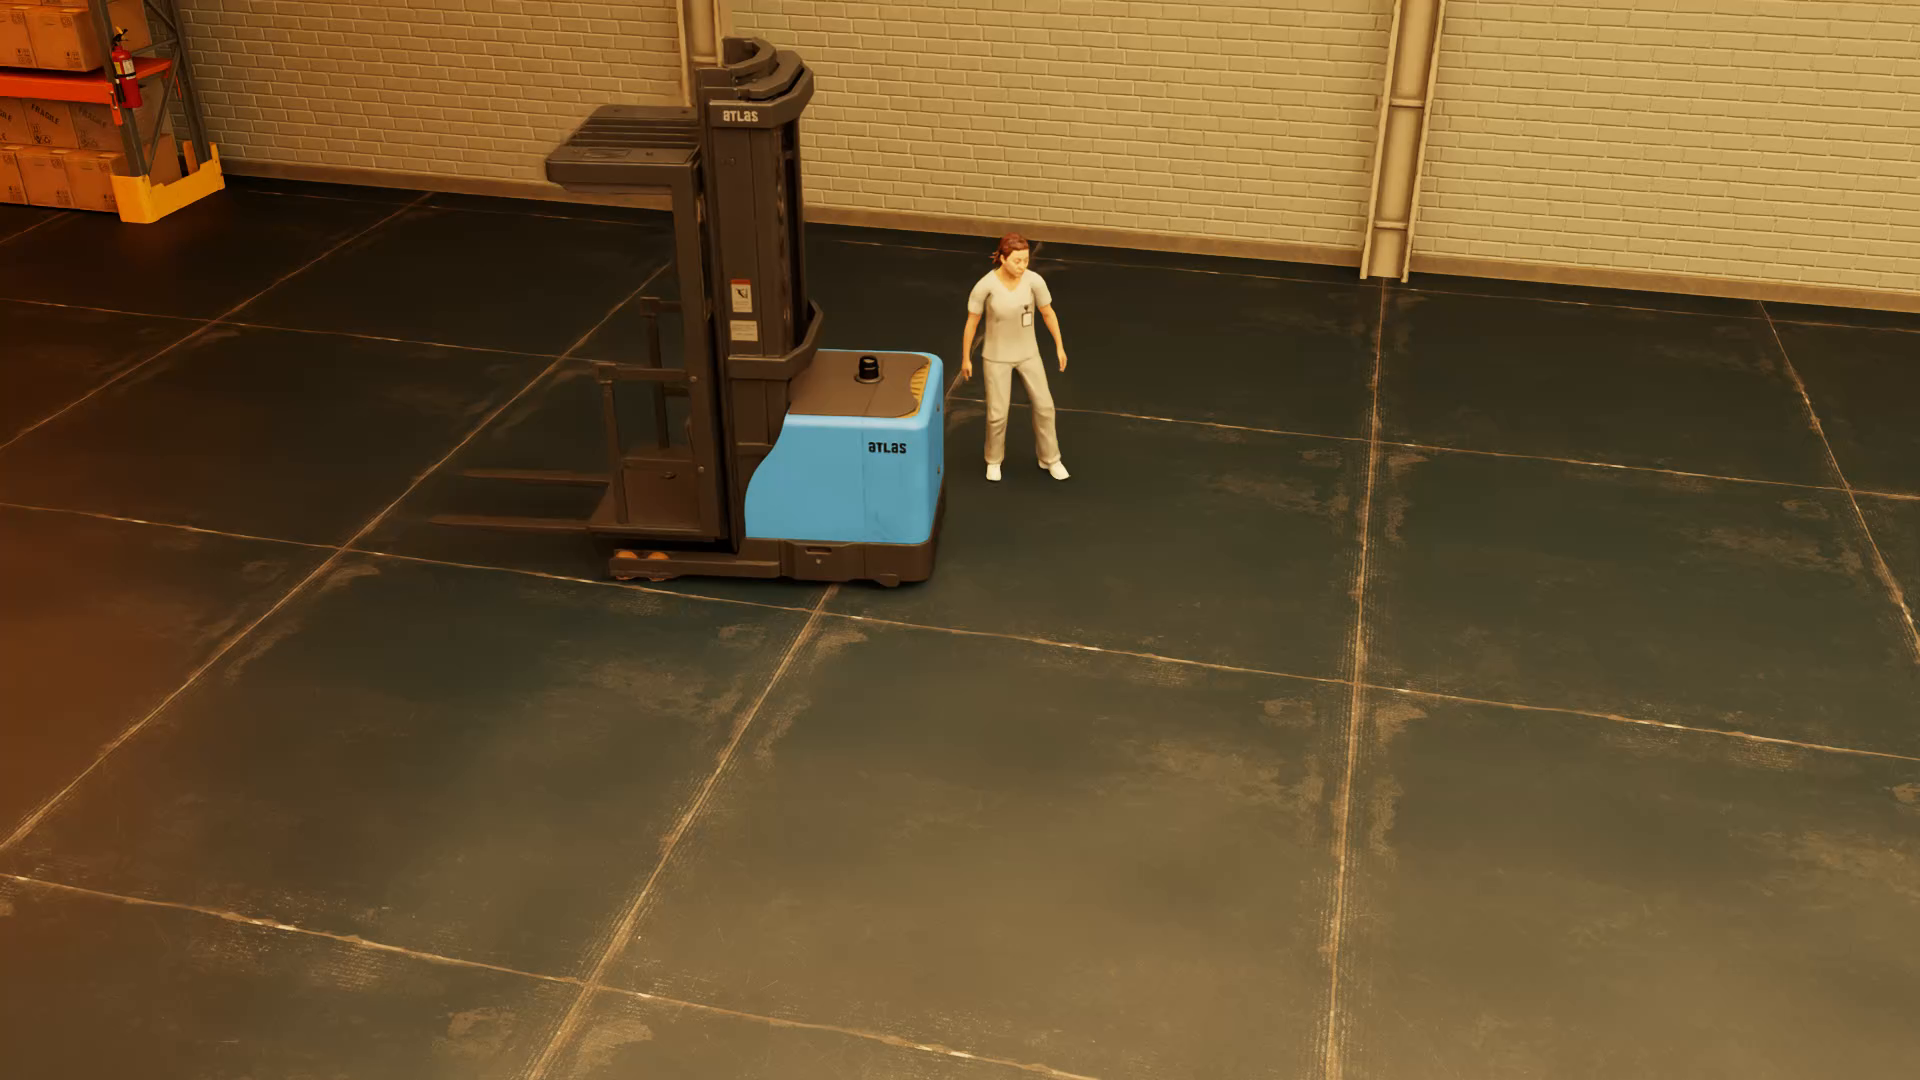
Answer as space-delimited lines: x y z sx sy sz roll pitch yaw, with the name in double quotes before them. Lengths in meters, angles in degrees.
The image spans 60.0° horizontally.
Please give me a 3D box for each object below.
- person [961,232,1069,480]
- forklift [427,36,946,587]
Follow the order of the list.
"person" 0.346 -1.152 10.506 0.678 1.651 0.394 -7 30 -12
"forklift" -1.634 -1.290 9.447 3.031 2.935 1.130 2 30 4
